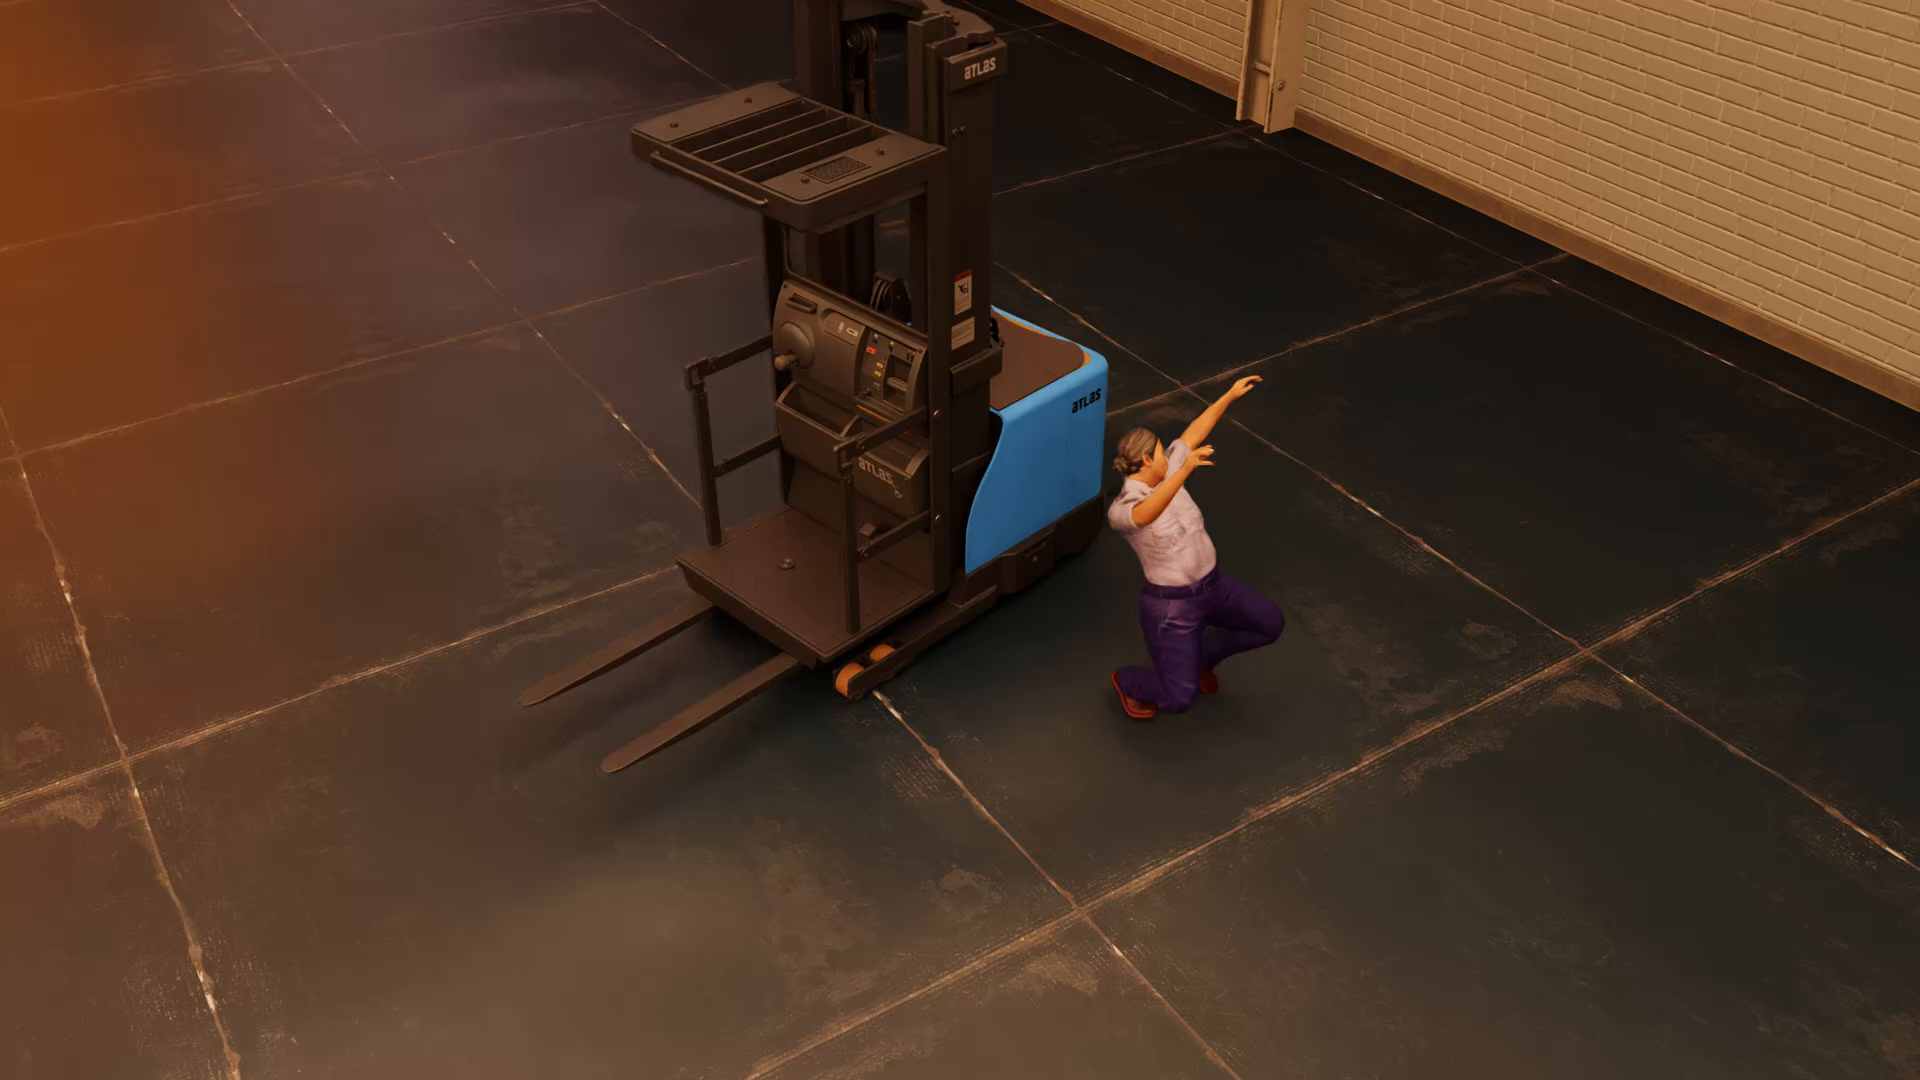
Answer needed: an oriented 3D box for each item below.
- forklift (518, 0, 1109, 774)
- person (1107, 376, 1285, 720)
[{"bbox_3d":[-0.648,-0.801,7.287,1.130,2.935,3.031,29,44,35],"label":"forklift"},{"bbox_3d":[1.040,0.078,7.244,0.751,1.580,0.956,25,42,31],"label":"person"}]
